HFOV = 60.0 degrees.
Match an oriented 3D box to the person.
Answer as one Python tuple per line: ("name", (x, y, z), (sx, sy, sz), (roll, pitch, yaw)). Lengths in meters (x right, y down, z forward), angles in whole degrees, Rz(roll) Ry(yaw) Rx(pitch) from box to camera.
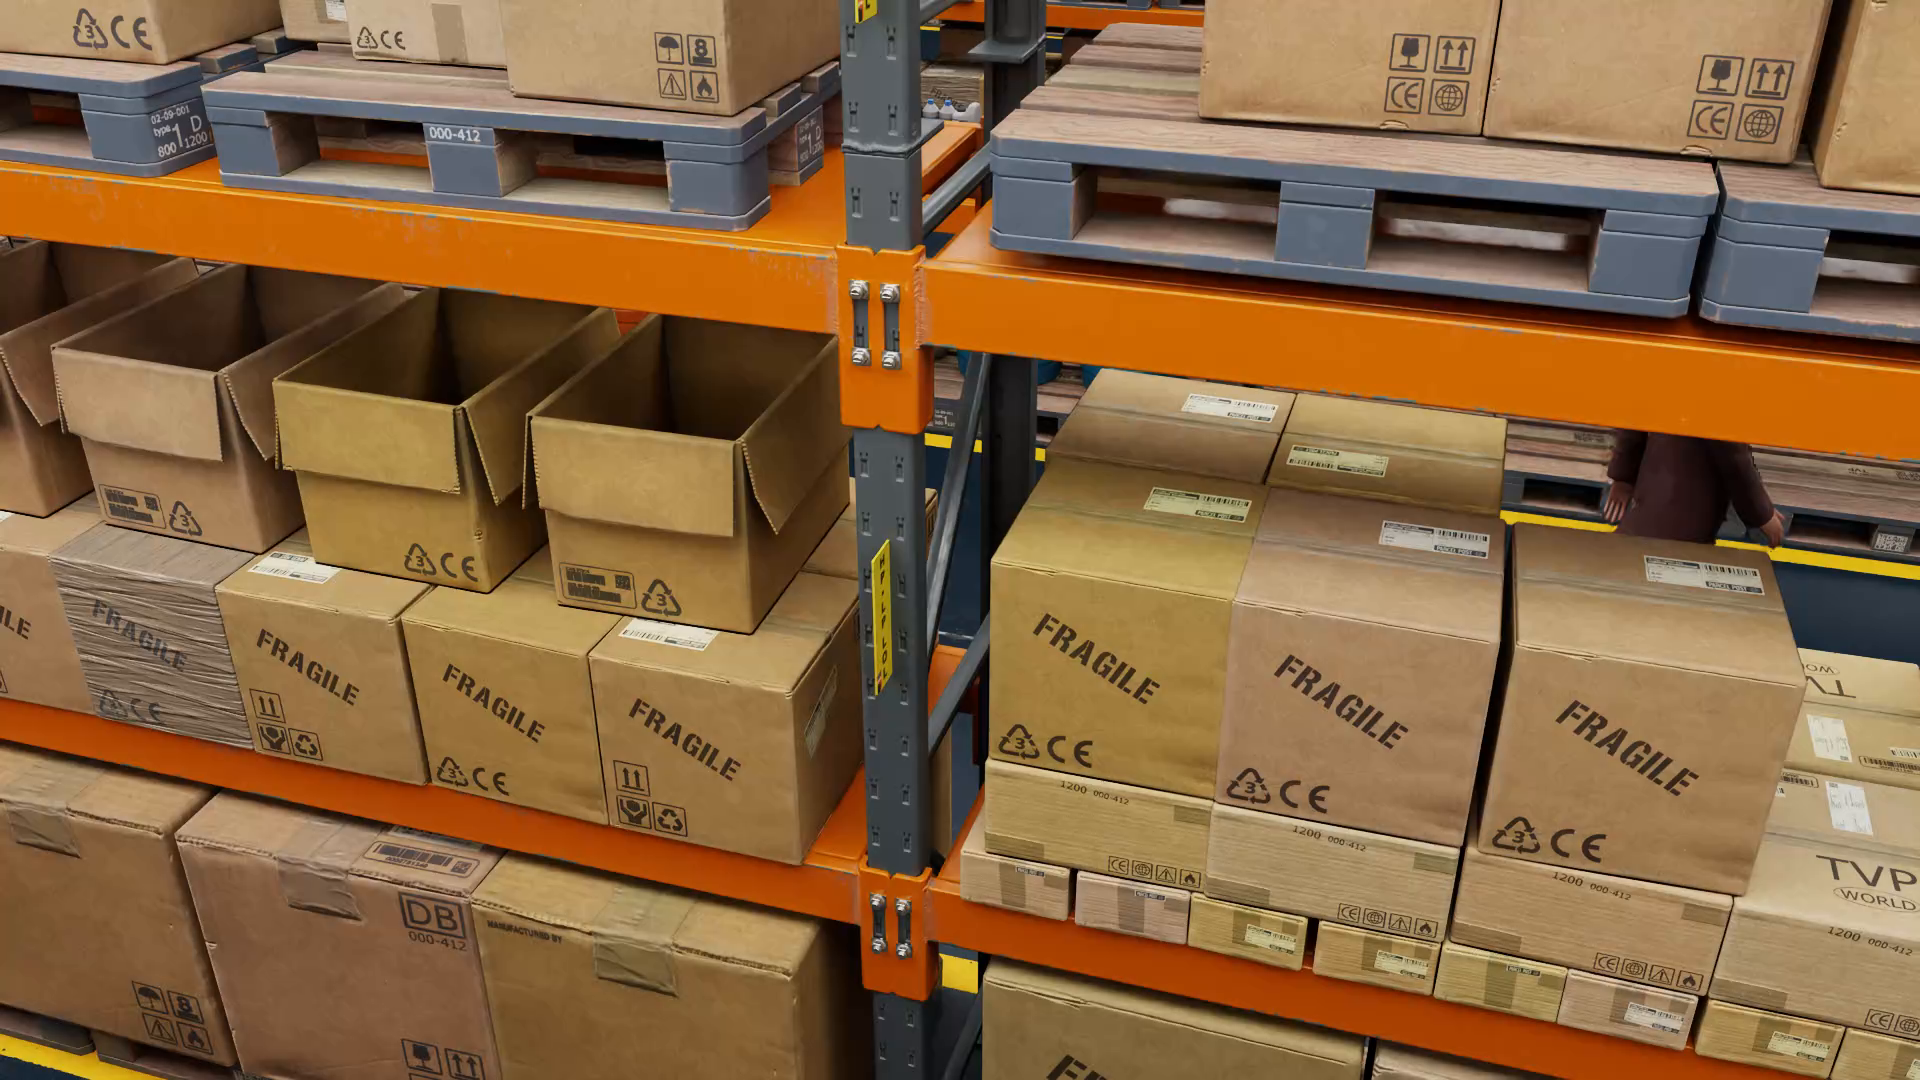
("person", (2.875, -0.155, 6.392), (1.063, 1.727, 0.569), (0, 29, 0))
